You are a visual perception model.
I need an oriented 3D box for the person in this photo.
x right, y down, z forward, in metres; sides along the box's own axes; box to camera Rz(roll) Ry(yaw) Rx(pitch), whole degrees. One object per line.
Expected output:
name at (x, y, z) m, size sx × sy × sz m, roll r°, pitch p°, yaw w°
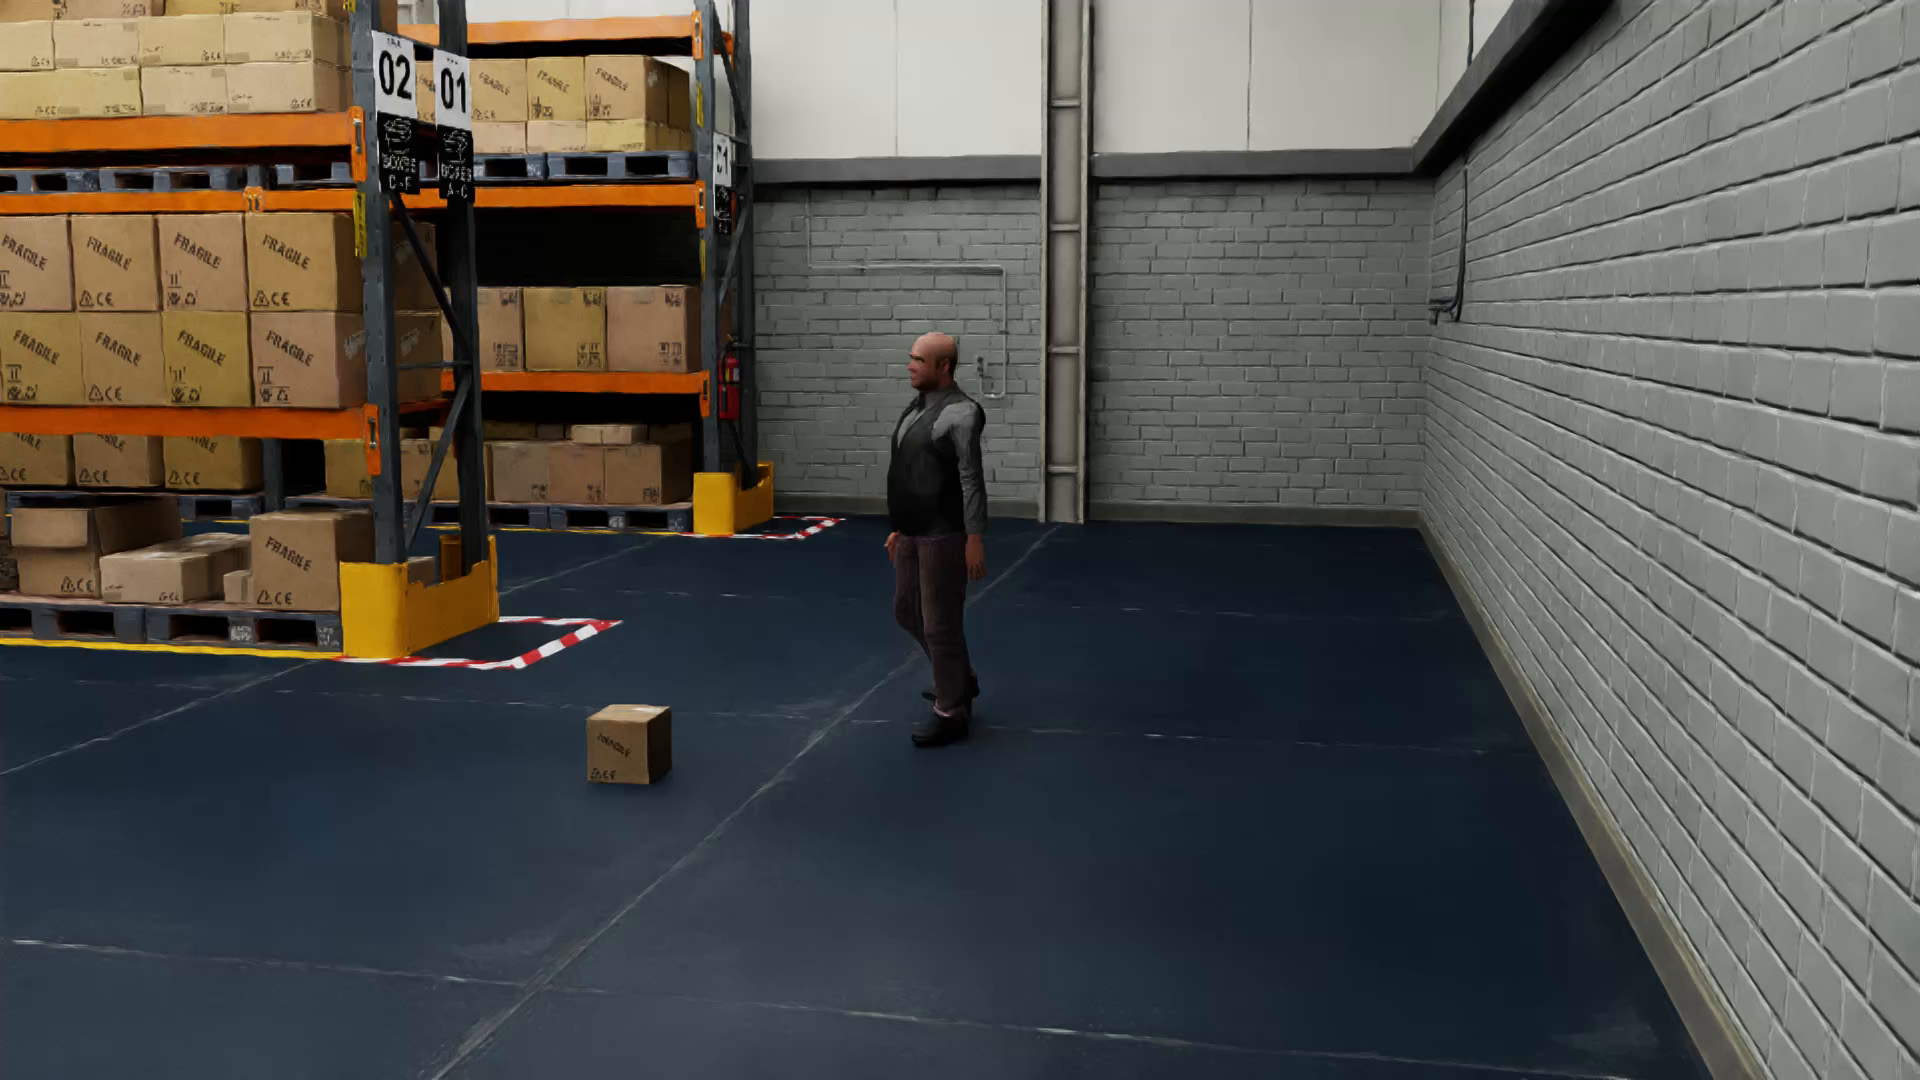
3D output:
person at (-0.087, -0.028, 7.105) m, size 0.512 × 1.714 × 0.728 m, roll -4°, pitch 9°, yaw -24°
